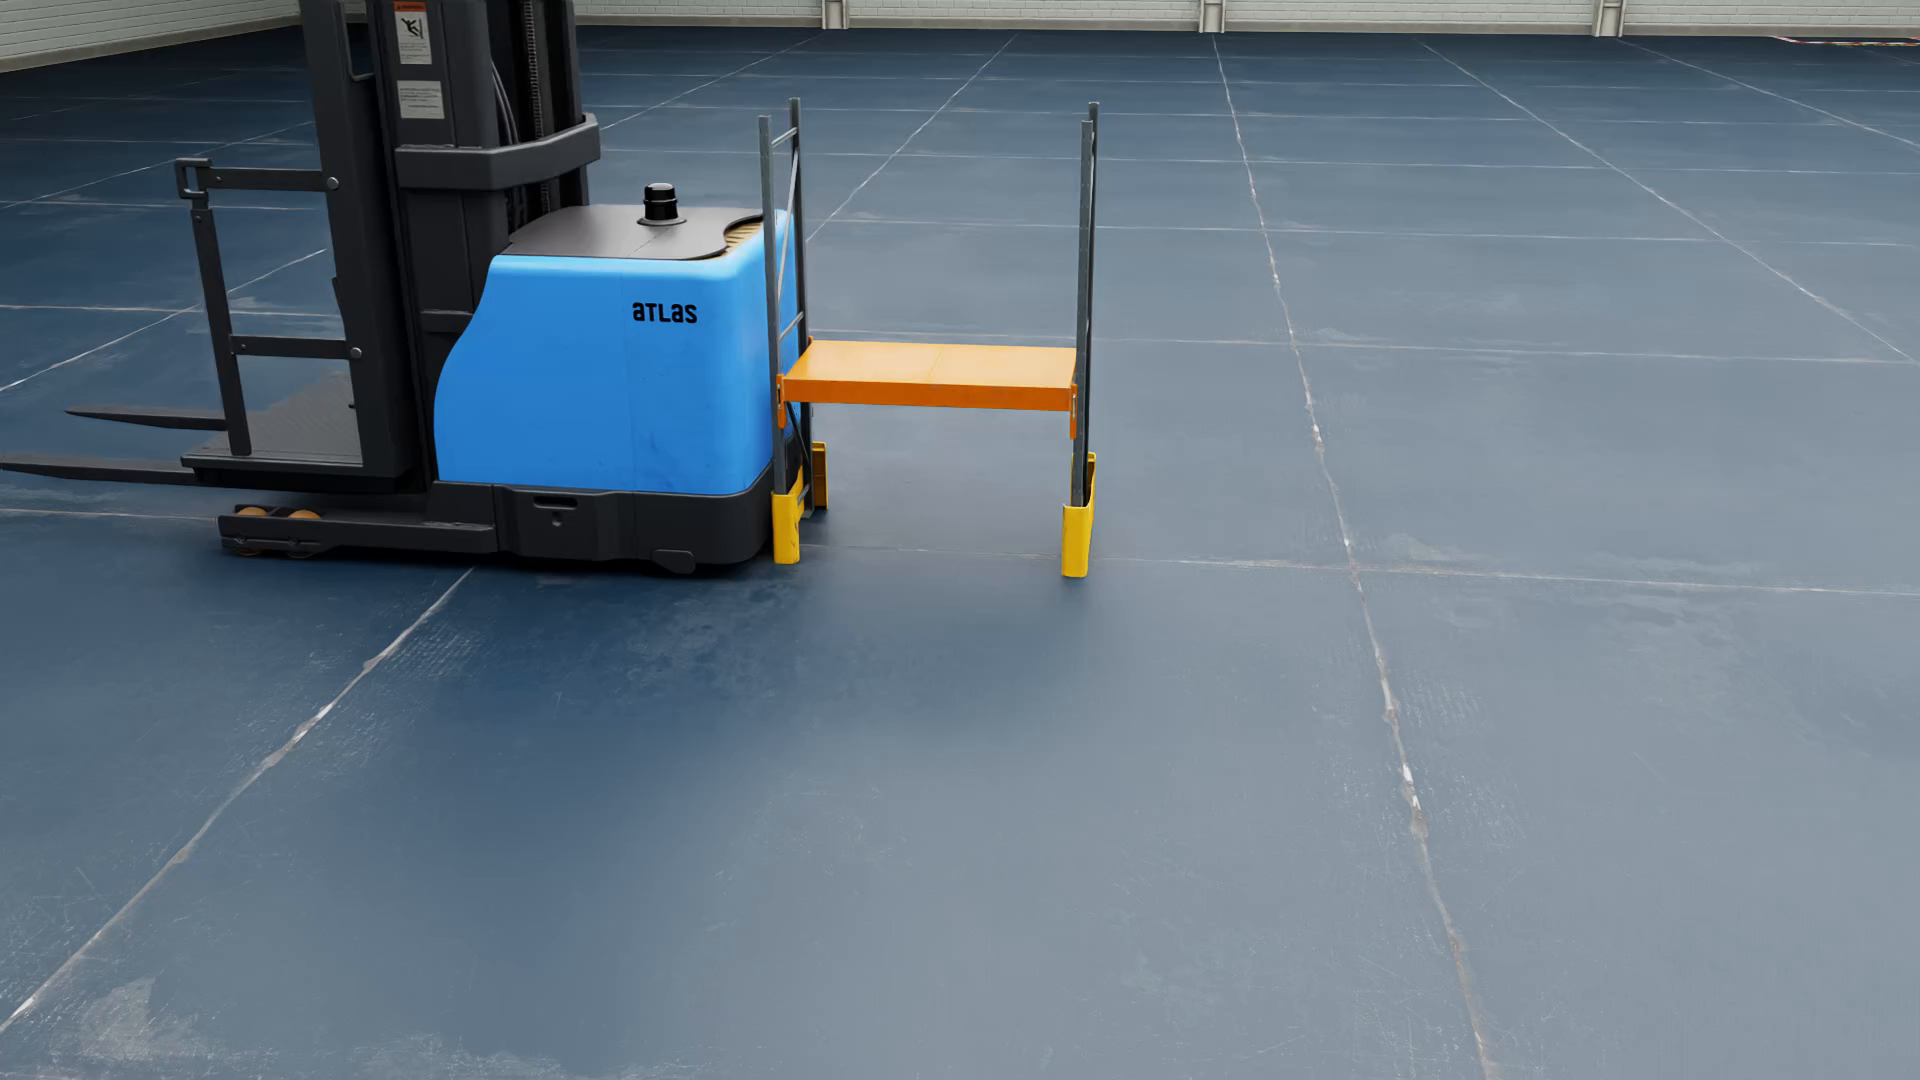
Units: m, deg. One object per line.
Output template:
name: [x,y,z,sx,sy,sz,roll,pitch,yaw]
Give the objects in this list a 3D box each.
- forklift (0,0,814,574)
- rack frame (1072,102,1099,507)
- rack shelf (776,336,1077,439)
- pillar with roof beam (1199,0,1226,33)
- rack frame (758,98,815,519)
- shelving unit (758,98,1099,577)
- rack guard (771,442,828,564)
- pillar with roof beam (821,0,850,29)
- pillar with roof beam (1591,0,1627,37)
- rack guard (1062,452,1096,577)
forklift: [-2.122,-1.484,5.708,3.031,2.935,1.130,3,22,8]
rack frame: [0.420,-0.679,5.618,0.032,1.500,0.500,2,22,6]
rack shelf: [-0.084,-0.534,5.740,1.000,0.185,0.538,2,22,6]
pillar with roof beam: [3.452,-10.613,20.544,0.400,9.000,9.100,2,22,6]
rack frame: [-0.589,-0.723,5.729,0.032,1.500,0.500,2,22,6]
shelving unit: [-0.075,-0.701,5.672,1.083,1.500,0.587,2,22,6]
rack guard: [-0.570,-0.141,5.957,0.087,0.250,0.587,2,22,6]
pillar with roof beam: [-2.507,-10.872,21.201,0.400,9.000,9.100,2,22,6]
pillar with roof beam: [9.410,-10.353,19.887,0.400,9.000,9.100,2,22,6]
rack guard: [0.419,-0.098,5.847,0.087,0.250,0.587,2,22,6]
